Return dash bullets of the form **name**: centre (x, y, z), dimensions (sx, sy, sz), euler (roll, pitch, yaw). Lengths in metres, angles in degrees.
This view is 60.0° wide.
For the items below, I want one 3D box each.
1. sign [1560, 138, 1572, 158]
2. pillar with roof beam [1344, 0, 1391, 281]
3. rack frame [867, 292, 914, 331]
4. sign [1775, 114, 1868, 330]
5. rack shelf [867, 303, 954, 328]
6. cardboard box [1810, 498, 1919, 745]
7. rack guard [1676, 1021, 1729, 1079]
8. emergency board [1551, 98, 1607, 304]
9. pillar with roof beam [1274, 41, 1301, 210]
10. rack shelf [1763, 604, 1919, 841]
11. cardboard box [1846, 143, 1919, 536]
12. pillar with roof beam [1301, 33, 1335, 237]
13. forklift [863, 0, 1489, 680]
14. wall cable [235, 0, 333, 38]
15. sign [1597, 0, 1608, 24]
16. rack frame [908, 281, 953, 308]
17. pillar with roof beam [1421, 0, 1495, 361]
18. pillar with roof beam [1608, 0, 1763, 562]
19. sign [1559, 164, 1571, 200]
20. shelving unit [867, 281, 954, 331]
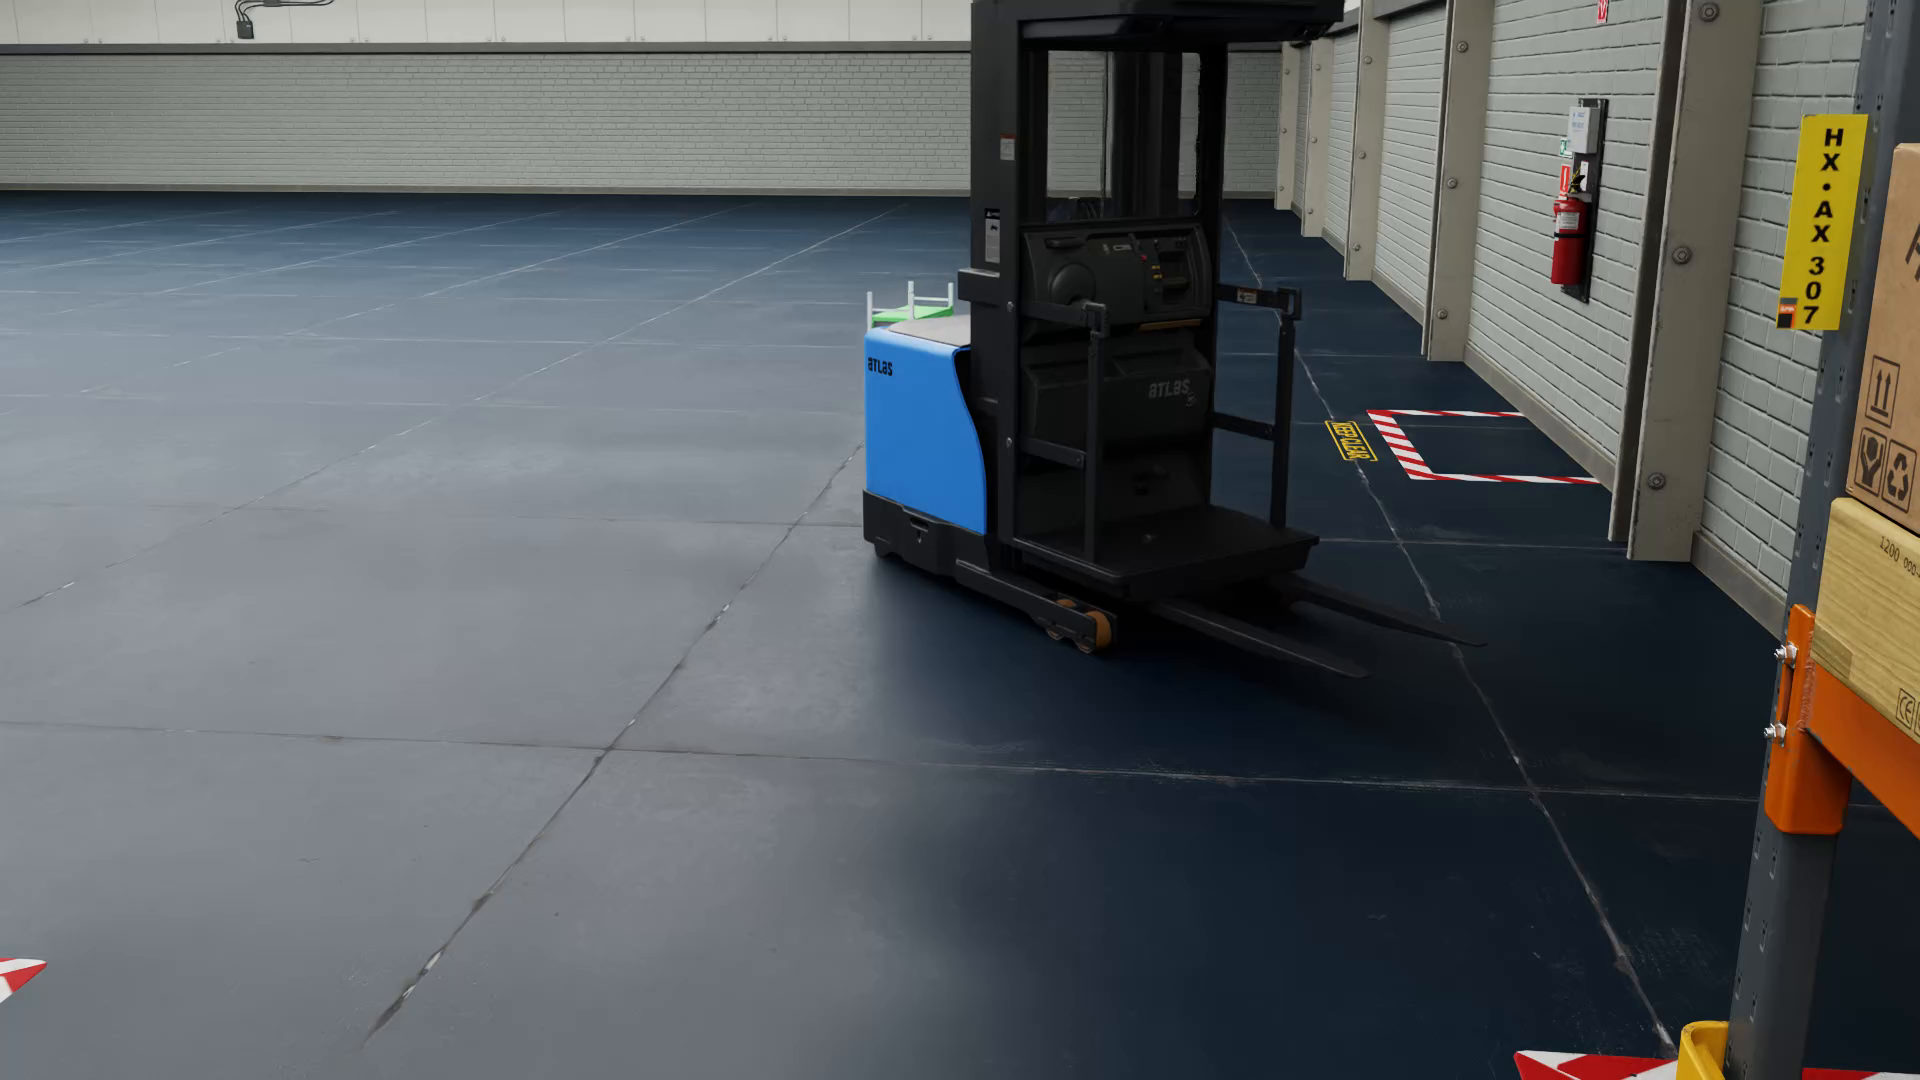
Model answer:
- **sign**: centre (3.795, -2.454, 10.406), dimensions (0.001, 0.109, 0.331), euler (2, 15, 6)
- **pillar with roof beam**: centre (0.399, -7.536, 18.793), dimensions (9.100, 9.000, 0.400), euler (2, 15, 6)
- **rack frame**: centre (-0.330, -0.598, 8.076), dimensions (0.240, 1.200, 0.015), euler (6, 16, 21)
- **sign**: centre (1.326, -0.486, 2.554), dimensions (0.100, 0.325, 0.005), euler (2, 15, 6)
- **rack shelf**: centre (-0.238, -1.059, 8.185), dimensions (0.258, 0.148, 0.480), euler (6, 16, 21)
- **cardboard box**: centre (1.495, 0.128, 2.192), dimensions (0.500, 0.250, 0.500), euler (1, 15, 5)
- **rack guard**: centre (1.857, 1.174, 2.862), dimensions (1.175, 0.500, 0.348), euler (2, 15, 6)
- **emergency board**: centre (3.639, -2.041, 9.964), dimensions (0.194, 1.169, 0.643), euler (2, 15, 6)
- **pillar with roof beam**: centre (1.753, -10.649, 30.303), dimensions (9.100, 9.000, 0.400), euler (2, 15, 6)
- **rack shelf**: centre (1.639, 0.814, 0.784), dimensions (1.077, 0.370, 4.000), euler (2, 15, 6)
- **cardboard box**: centre (1.513, -0.236, 2.102), dimensions (0.500, 0.500, 0.500), euler (2, 15, 6)
- **pillar with roof beam**: centre (1.076, -9.092, 24.548), dimensions (9.100, 9.000, 0.400), euler (2, 15, 6)
- **forklift**: centre (0.777, -1.112, 6.659), dimensions (1.130, 2.935, 3.031), euler (-10, 18, -32)
- **wall cable**: centre (-14.191, -13.533, 34.454), dimensions (2.305, 6.003, 0.169), euler (2, 15, 6)
- **sign**: centre (3.739, -3.159, 9.658), dimensions (0.001, 0.298, 0.199), euler (2, 15, 6)
- **rack frame**: centre (-0.147, -0.716, 8.512), dimensions (0.240, 1.200, 0.015), euler (6, 16, 21)
- **pillar with roof beam**: centre (-0.278, -5.980, 13.038), dimensions (9.100, 9.000, 0.400), euler (2, 15, 6)
- **pillar with roof beam**: centre (-0.955, -4.424, 7.283), dimensions (9.100, 9.000, 0.400), euler (2, 15, 6)
- **sign**: centre (3.804, -2.199, 10.478), dimensions (0.001, 0.329, 0.234), euler (2, 15, 6)
- **shelving unit**: centre (-0.238, -0.657, 8.294), dimensions (0.258, 1.200, 0.503), euler (6, 16, 21)
